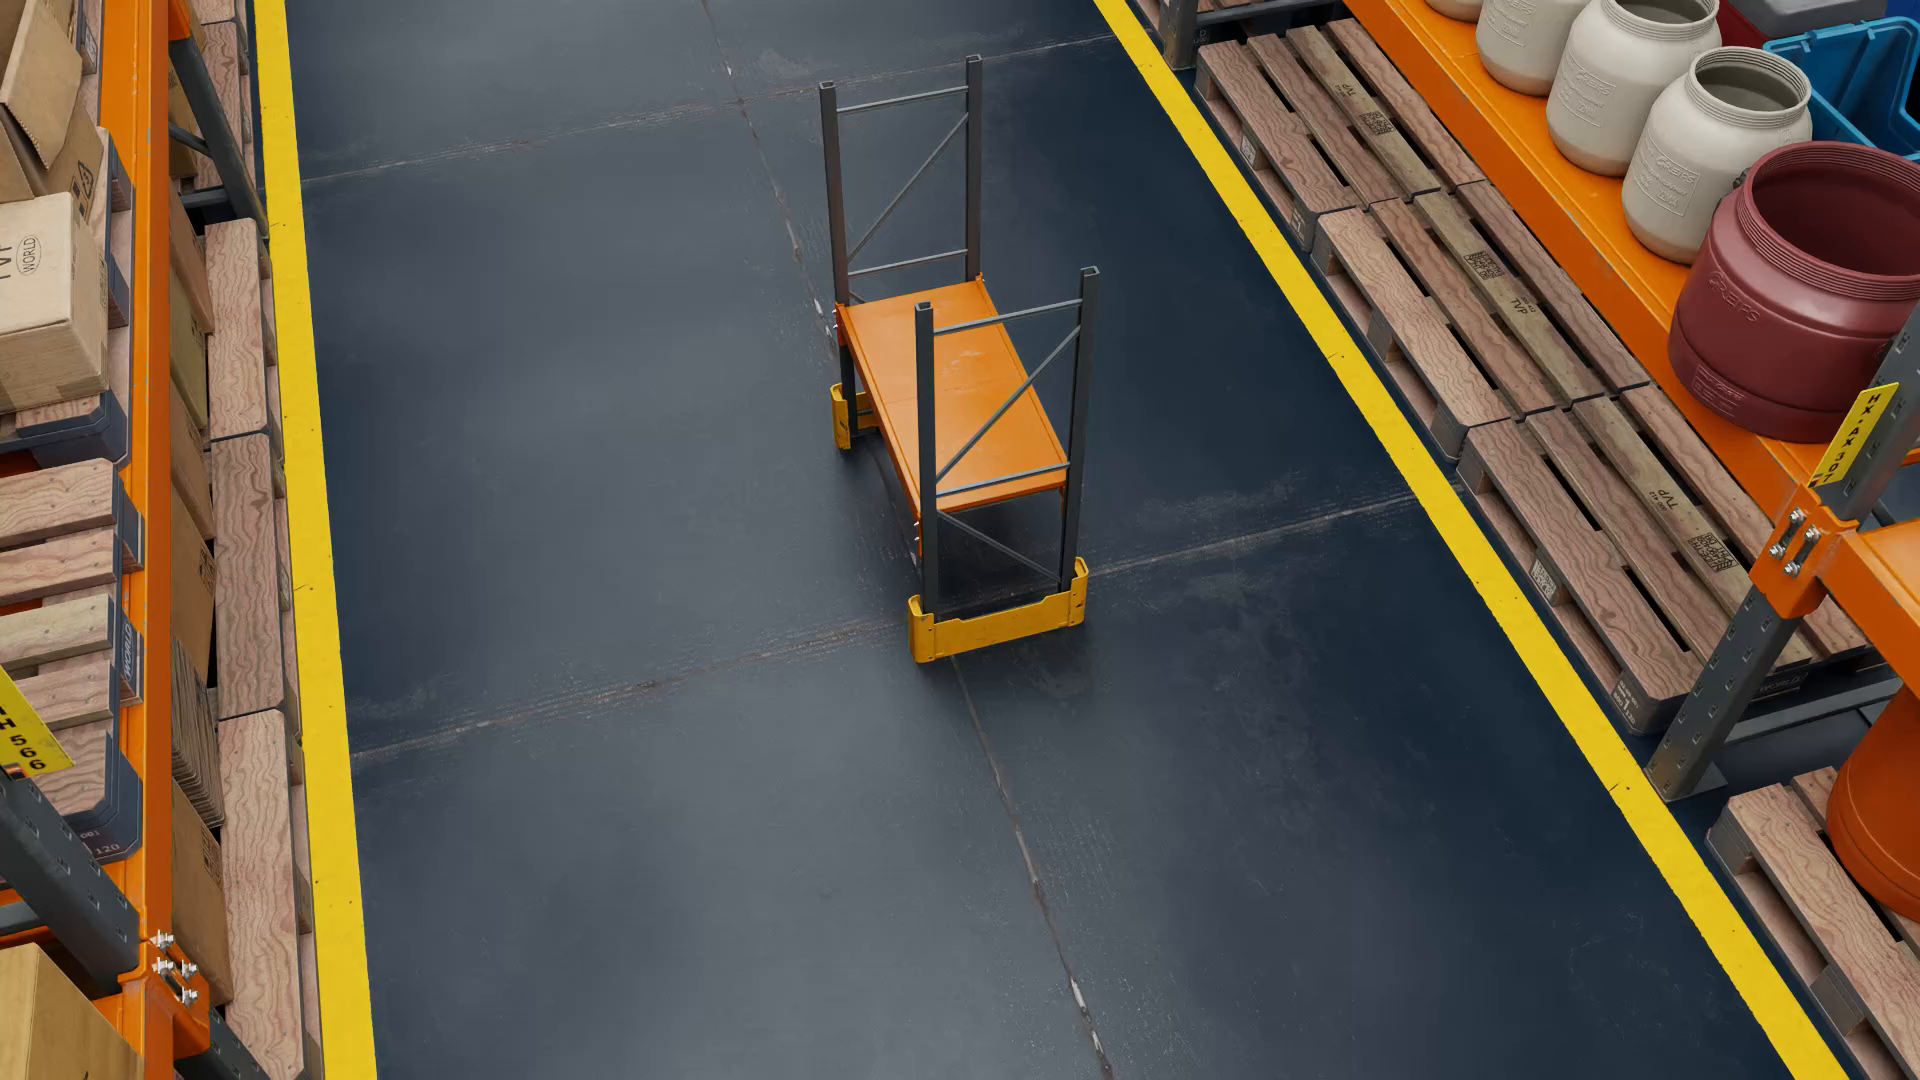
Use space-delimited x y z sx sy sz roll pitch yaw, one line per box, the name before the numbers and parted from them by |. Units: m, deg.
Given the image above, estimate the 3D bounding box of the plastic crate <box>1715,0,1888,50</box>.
plastic crate | 2.420 -1.588 5.085 0.402 0.464 0.583 -13 51 -11

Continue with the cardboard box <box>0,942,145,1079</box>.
cardboard box | -1.743 1.074 2.817 0.500 0.500 0.500 -12 51 -10

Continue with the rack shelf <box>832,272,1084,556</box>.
rack shelf | -0.025 -0.430 5.367 0.538 0.185 1.000 -13 51 -11

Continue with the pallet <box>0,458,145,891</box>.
pallet | -2.438 0.368 3.604 1.213 0.211 1.003 -13 51 -11

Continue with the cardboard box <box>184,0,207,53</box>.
cardboard box | -3.566 -2.167 6.975 0.500 0.500 0.500 1 50 1

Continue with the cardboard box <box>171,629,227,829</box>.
cardboard box | -2.519 0.579 4.647 0.700 0.500 0.500 -17 52 -14

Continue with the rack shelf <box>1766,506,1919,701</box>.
rack shelf | 3.197 1.375 3.100 1.077 0.370 4.000 -13 51 -11

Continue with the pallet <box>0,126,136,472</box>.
pallet | -2.750 -0.573 4.396 1.003 0.211 1.213 -13 51 -11

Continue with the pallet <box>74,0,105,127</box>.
pallet | -3.222 -1.466 5.150 1.003 0.211 1.213 -13 51 -11

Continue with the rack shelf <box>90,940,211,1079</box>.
rack shelf | -1.535 2.495 2.155 1.077 0.370 4.000 -13 51 -11

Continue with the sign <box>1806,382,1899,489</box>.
sign | 2.082 -0.241 3.884 0.100 0.325 0.005 -13 51 -11

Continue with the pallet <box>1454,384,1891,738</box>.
pallet | 2.413 0.007 5.606 1.003 0.211 1.213 -13 51 -11

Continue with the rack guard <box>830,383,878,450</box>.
rack guard | -0.170 -0.500 6.008 0.587 0.250 0.087 -13 51 -11

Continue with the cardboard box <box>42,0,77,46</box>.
cardboard box | -3.208 -1.836 4.669 1.000 1.000 1.000 -13 51 -11

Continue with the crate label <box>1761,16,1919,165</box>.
crate label | 2.570 -1.116 4.706 0.502 0.435 0.616 -13 51 -11

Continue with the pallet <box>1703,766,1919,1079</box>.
pallet | 2.878 1.147 4.645 1.003 0.211 1.213 -13 51 -11

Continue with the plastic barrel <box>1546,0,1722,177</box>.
plastic barrel | 1.973 -1.364 4.865 0.421 0.512 0.421 0 50 0

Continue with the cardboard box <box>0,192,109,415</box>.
cardboard box | -2.402 -0.561 4.084 0.500 0.250 0.500 -15 51 -12

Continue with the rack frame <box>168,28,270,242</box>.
rack frame | -3.309 -2.119 5.575 1.000 3.000 0.127 -13 51 -11

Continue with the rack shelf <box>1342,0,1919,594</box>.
rack shelf | 2.014 -1.547 5.562 1.077 0.370 4.000 -13 51 -11

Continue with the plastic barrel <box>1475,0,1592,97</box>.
plastic barrel | 1.841 -1.683 5.118 0.433 0.535 0.433 0 50 0

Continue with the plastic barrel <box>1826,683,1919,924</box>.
plastic barrel | 2.766 0.600 4.427 0.600 0.830 0.708 -13 51 -11

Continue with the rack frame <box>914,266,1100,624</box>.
rack frame | 0.125 -0.174 4.916 0.500 1.500 0.032 -13 51 -11

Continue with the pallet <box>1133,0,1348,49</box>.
pallet | 1.264 -2.840 8.006 1.003 0.211 1.213 -13 51 -11

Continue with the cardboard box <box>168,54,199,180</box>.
cardboard box | -3.389 -1.750 6.624 0.500 0.500 0.500 -15 51 -12

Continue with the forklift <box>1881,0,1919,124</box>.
forklift | 4.537 -2.422 5.875 1.130 2.935 3.031 -15 52 -12

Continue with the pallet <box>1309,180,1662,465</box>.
pallet | 2.056 -0.883 6.356 1.003 0.211 1.213 -13 51 -11

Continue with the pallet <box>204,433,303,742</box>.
pallet | -2.713 0.240 5.409 1.003 0.211 1.213 -13 51 -11

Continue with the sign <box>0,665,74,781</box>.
sign | -1.597 0.301 2.777 0.100 0.325 0.005 -13 51 -11

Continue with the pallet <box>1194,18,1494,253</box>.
pallet | 1.692 -1.776 7.109 1.003 0.211 1.213 -13 51 -11

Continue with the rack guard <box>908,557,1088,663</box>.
rack guard | 0.125 0.227 5.395 0.587 0.250 0.087 -13 51 -11

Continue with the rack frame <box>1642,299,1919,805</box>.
rack frame | 2.605 -0.318 4.056 1.000 3.000 0.127 -13 51 -11

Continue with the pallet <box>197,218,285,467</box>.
pallet | -3.077 -0.652 6.162 1.003 0.211 1.213 -13 51 -11

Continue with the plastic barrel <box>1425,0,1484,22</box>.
plastic barrel | 1.713 -1.999 5.384 0.433 0.535 0.433 0 50 0

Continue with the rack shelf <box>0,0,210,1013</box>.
rack shelf | -2.717 -0.427 4.618 1.077 0.370 4.000 -13 51 -11

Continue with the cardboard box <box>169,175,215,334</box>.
cardboard box | -3.148 -1.002 5.980 0.700 0.500 0.500 -17 52 -14

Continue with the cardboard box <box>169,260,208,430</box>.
cardboard box | -3.025 -0.649 5.683 0.700 0.500 0.500 -14 51 -11

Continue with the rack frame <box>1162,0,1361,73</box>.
rack frame | 1.423 -3.239 6.519 1.000 3.000 0.127 -13 51 -11

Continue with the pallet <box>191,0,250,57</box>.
pallet | -3.906 -2.596 7.800 1.003 0.211 1.213 -13 51 -11

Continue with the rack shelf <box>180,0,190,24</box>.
rack shelf | -3.900 -3.348 7.081 1.077 0.370 4.000 -13 51 -11

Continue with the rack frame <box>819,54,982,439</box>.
rack frame | -0.176 -0.917 5.542 0.500 1.500 0.032 -13 51 -11

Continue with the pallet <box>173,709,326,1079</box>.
pallet | -2.356 1.130 4.659 1.003 0.211 1.213 -13 51 -11

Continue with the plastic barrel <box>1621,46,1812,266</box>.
plastic barrel | 2.097 -1.057 4.606 0.421 0.512 0.421 0 50 0

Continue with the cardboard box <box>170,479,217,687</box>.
cardboard box | -2.694 0.167 4.995 0.700 0.500 0.500 -9 51 -8

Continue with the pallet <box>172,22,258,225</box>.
pallet | -3.541 -1.703 7.048 1.003 0.211 1.213 -13 51 -11

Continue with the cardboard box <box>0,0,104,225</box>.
cardboard box | -2.708 -1.043 4.325 0.797 0.503 0.637 -9 50 -7

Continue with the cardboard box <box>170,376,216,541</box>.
cardboard box | -2.859 -0.241 5.338 0.700 0.500 0.500 -17 52 -14

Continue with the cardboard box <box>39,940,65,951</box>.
cardboard box | -2.353 0.742 4.019 0.500 0.250 0.500 -11 51 -9

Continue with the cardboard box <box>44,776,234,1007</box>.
cardboard box | -2.343 0.981 4.308 0.700 0.500 0.500 -16 52 -13

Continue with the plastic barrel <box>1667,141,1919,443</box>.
plastic barrel | 2.179 -0.632 4.232 0.600 0.536 0.708 -13 51 -11

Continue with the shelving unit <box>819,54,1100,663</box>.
shelving unit | -0.023 -0.539 5.224 0.587 1.500 1.083 -13 51 -11
